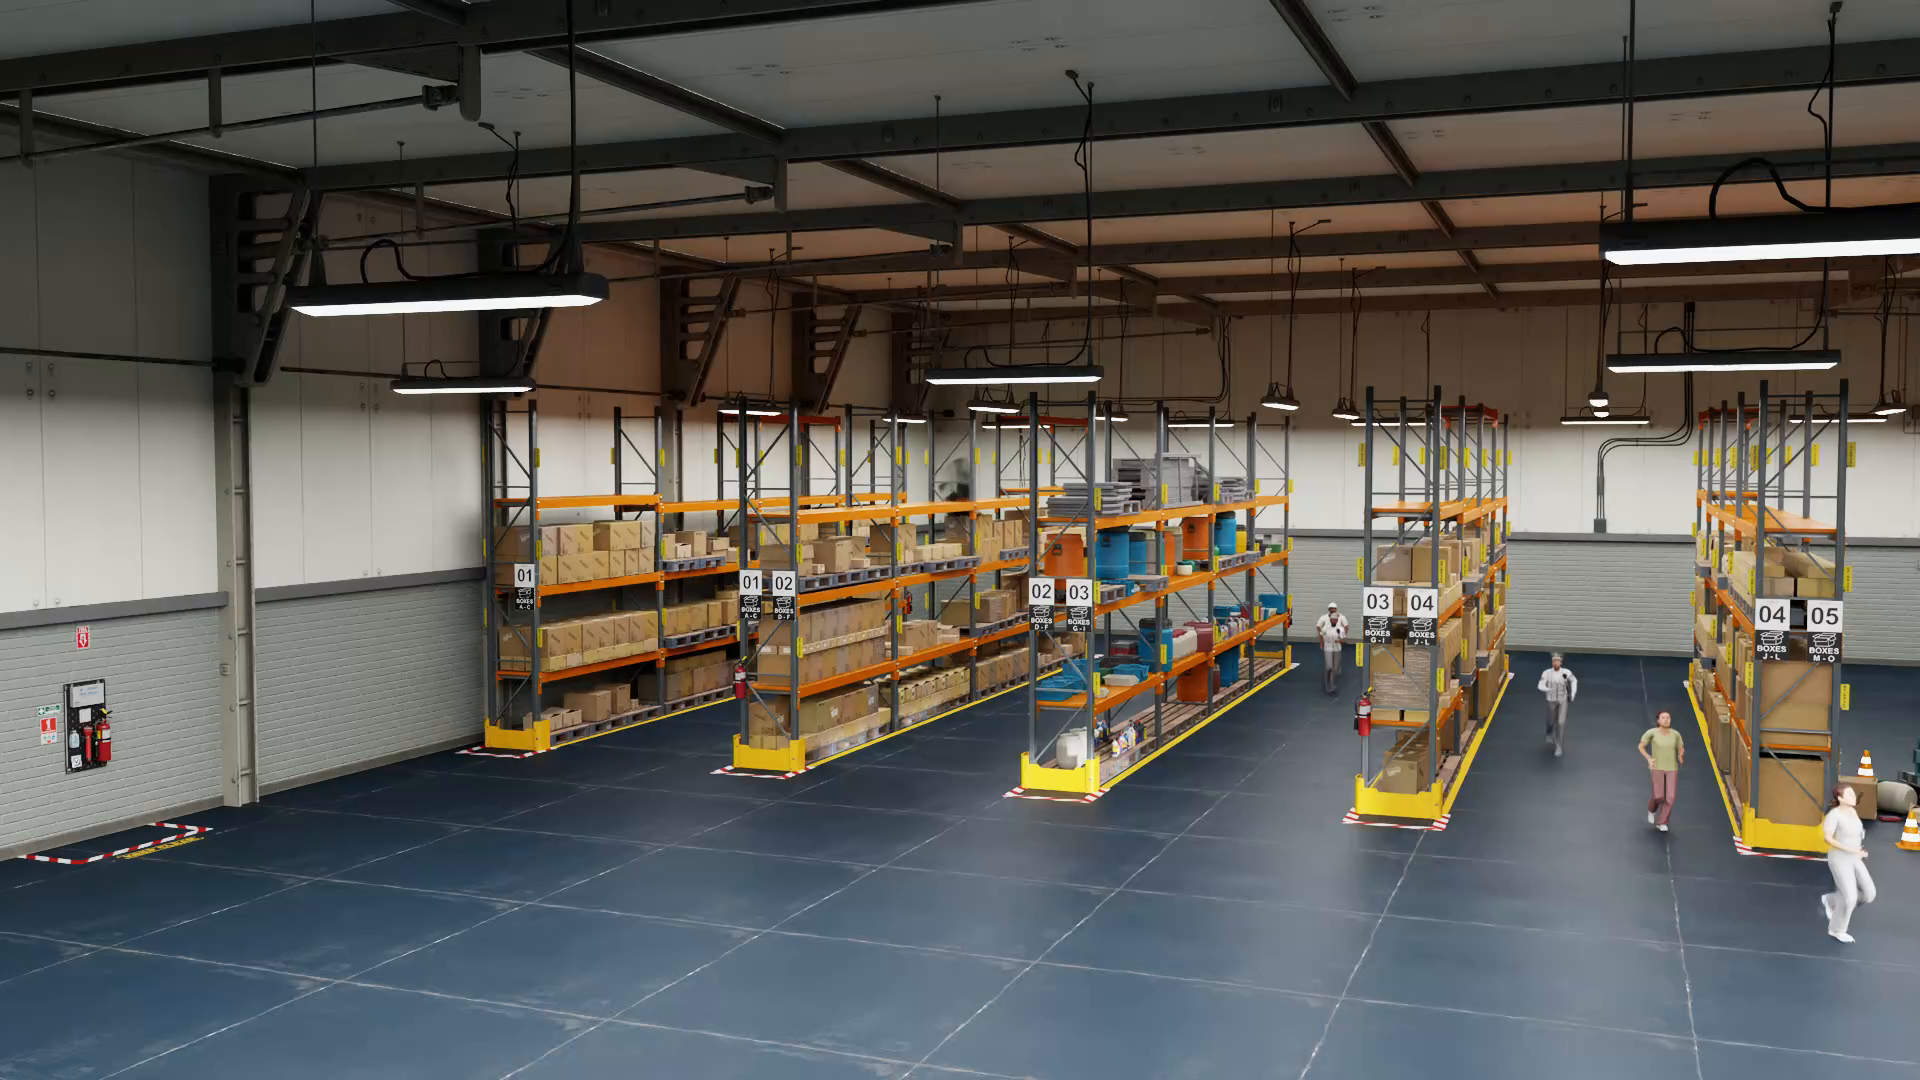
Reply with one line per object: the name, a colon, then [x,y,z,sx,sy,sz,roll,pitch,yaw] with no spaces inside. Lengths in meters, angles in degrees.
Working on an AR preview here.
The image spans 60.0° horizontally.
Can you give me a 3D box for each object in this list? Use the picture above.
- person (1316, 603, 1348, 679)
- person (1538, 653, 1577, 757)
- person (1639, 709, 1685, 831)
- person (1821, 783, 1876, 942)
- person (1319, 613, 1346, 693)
person: [8.434,2.280,37.699,0.708,1.727,0.581,1,3,13]
person: [10.162,2.742,28.287,0.621,1.685,0.940,1,3,22]
person: [9.438,3.088,22.307,0.576,1.615,0.556,0,3,7]
person: [9.193,3.337,17.224,0.601,1.635,0.526,-2,3,-29]
person: [7.964,2.413,35.539,0.542,1.726,0.713,0,3,6]
